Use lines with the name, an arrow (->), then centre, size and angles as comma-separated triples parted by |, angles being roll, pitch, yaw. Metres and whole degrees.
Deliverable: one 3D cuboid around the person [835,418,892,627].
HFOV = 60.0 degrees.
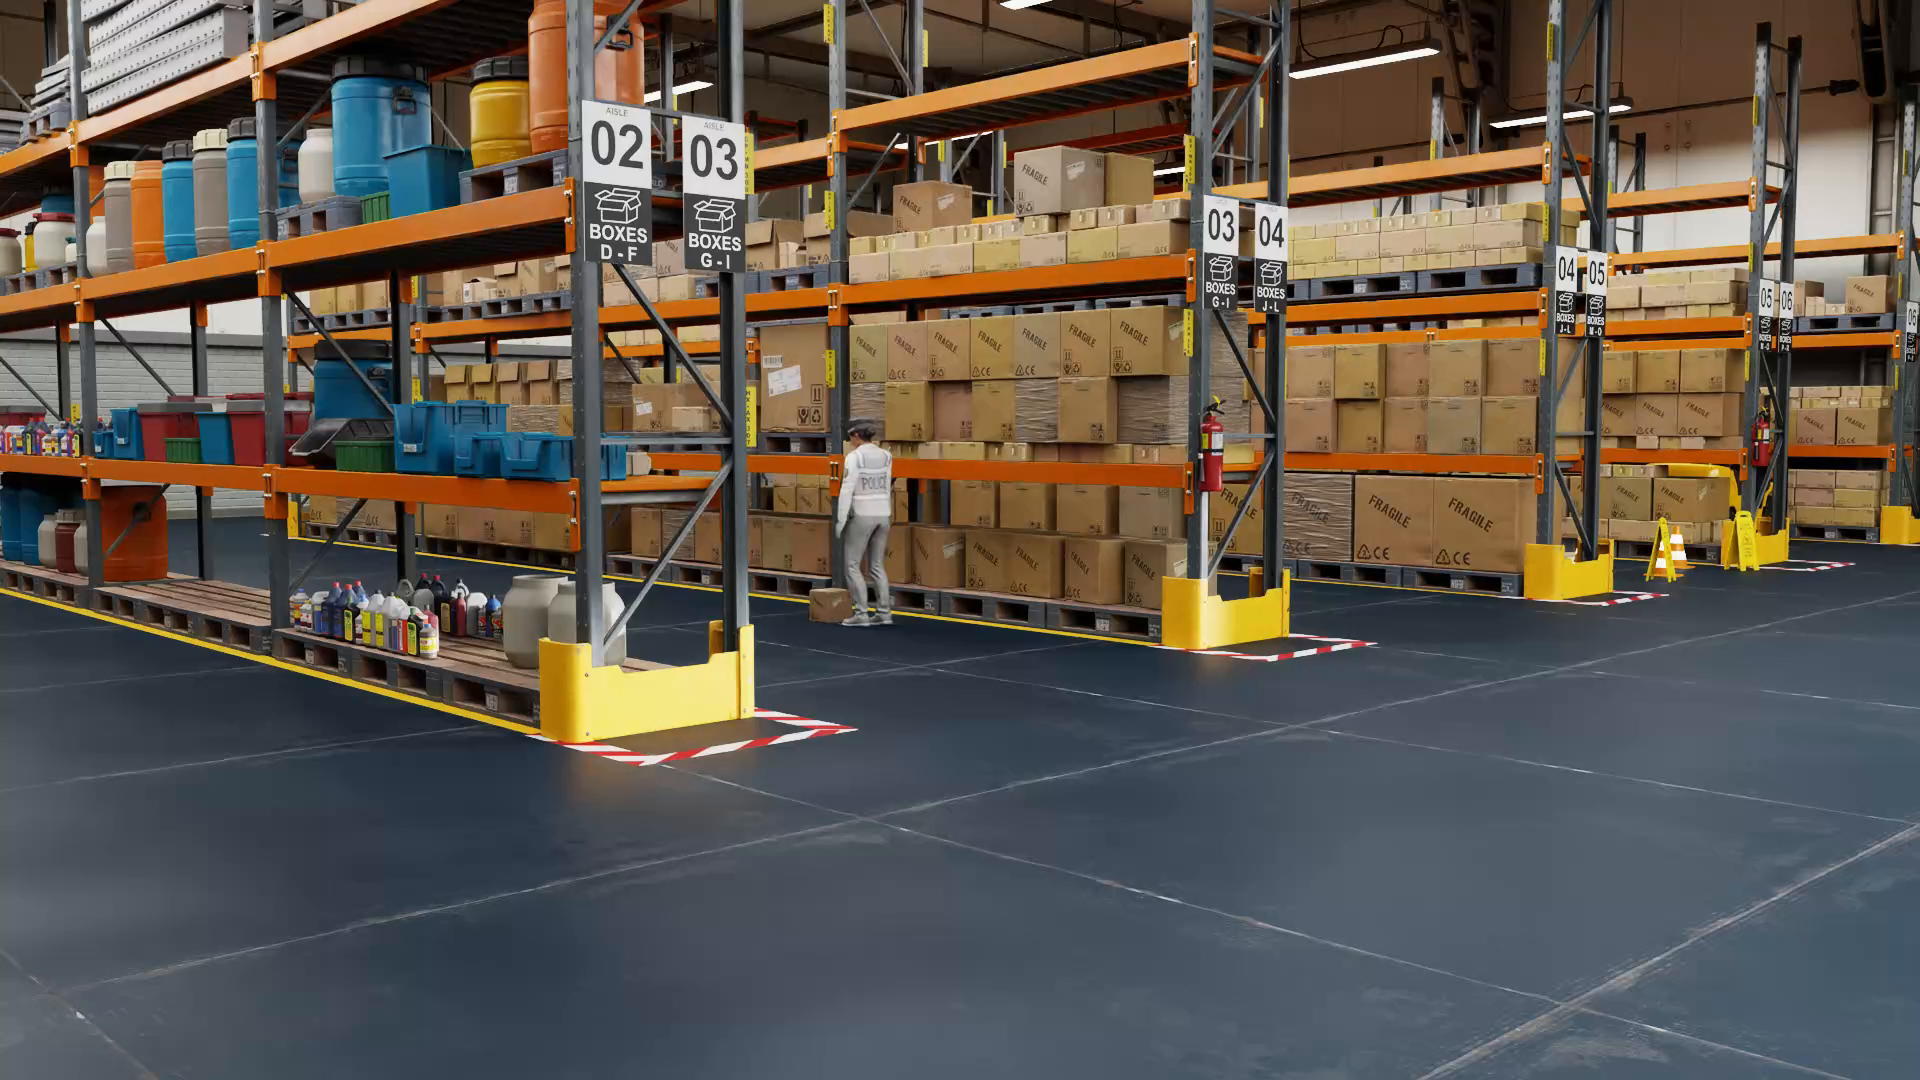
person -> -0.746, -0.137, 13.131 | 0.456, 1.655, 0.366 | -4, 5, -42
